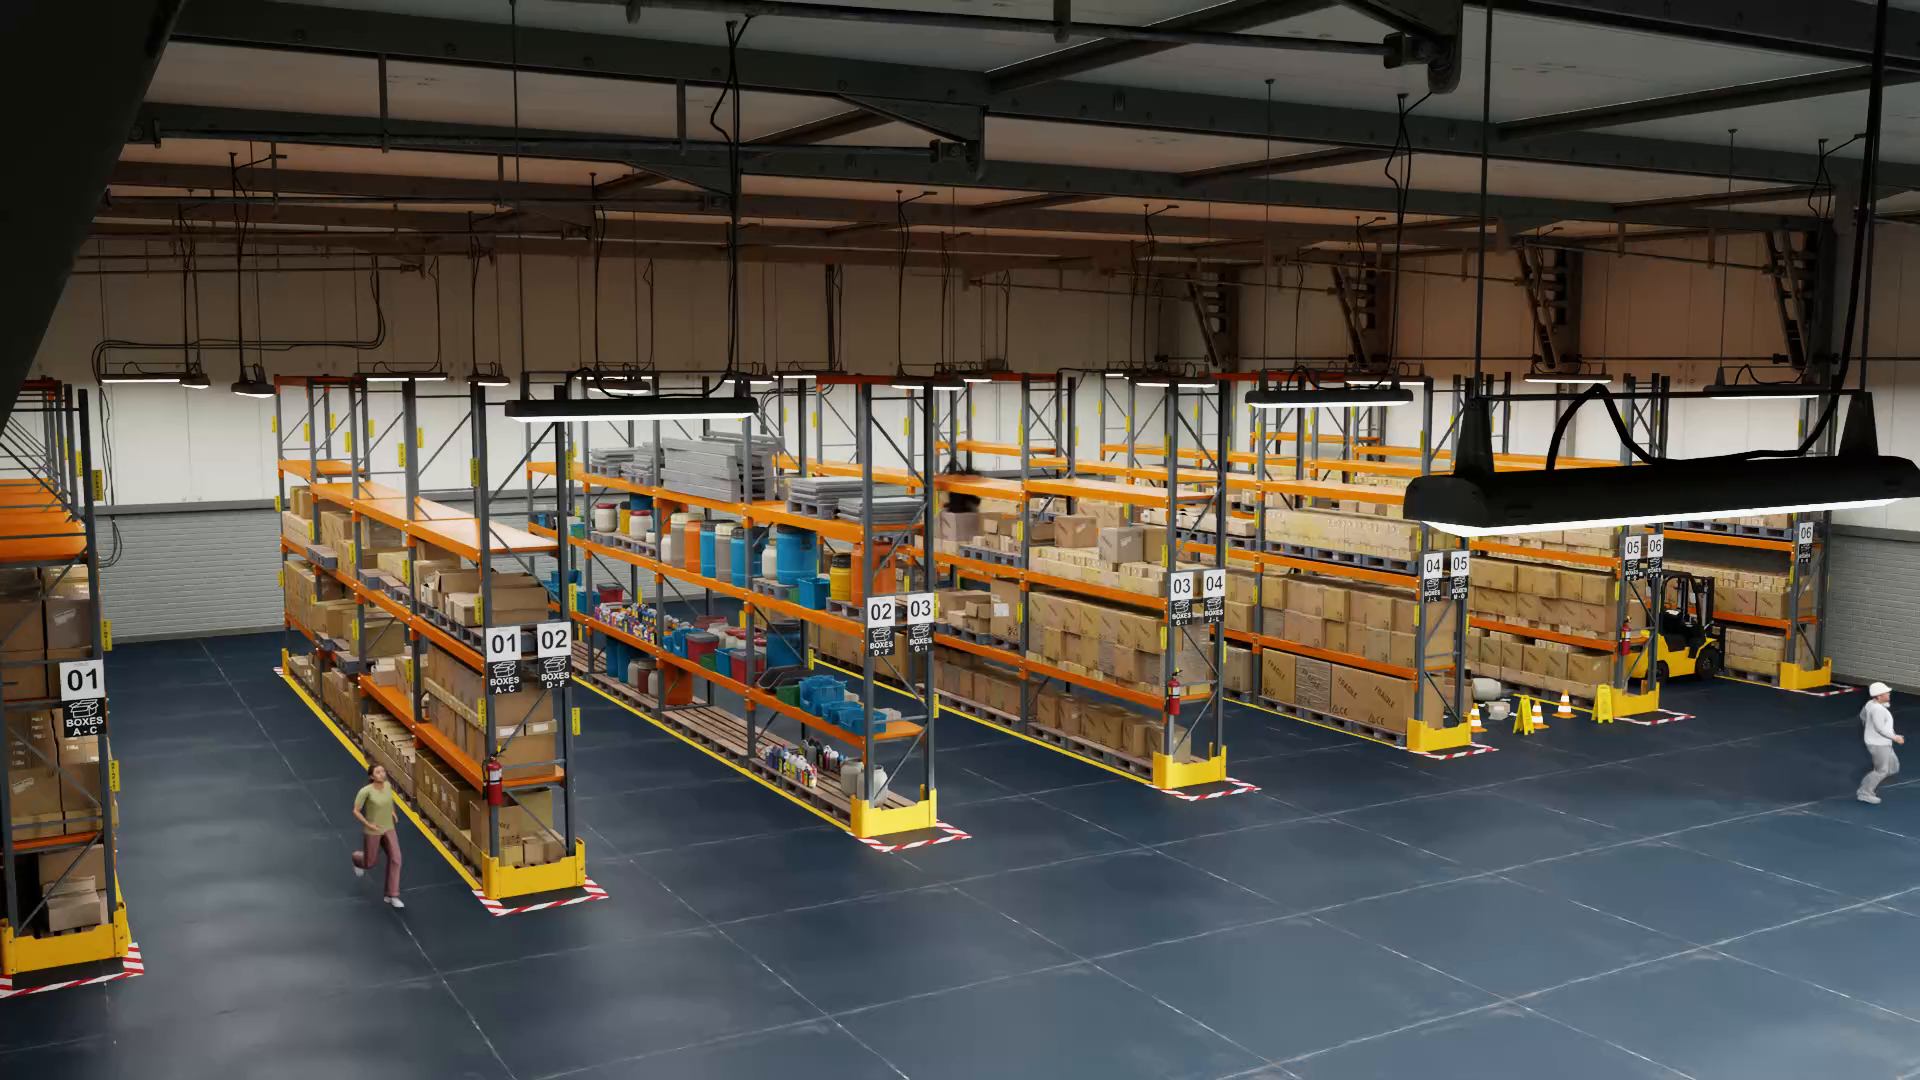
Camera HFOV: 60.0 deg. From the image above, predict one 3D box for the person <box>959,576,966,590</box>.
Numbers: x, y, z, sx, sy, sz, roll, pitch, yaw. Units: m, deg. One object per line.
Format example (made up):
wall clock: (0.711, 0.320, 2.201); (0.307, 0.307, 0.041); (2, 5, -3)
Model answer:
person: (0.113, 0.857, 42.218); (0.592, 1.708, 0.708); (1, 6, 11)

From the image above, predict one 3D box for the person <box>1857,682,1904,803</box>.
person: (13.127, 2.880, 23.698); (0.552, 1.731, 0.672); (2, 7, 21)

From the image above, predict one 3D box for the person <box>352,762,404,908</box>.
person: (-6.827, 3.414, 19.472); (0.561, 1.652, 0.996); (-6, 9, -44)

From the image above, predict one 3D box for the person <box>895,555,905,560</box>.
person: (-1.484, 1.164, 39.662); (0.672, 1.644, 0.823); (0, 6, -4)
